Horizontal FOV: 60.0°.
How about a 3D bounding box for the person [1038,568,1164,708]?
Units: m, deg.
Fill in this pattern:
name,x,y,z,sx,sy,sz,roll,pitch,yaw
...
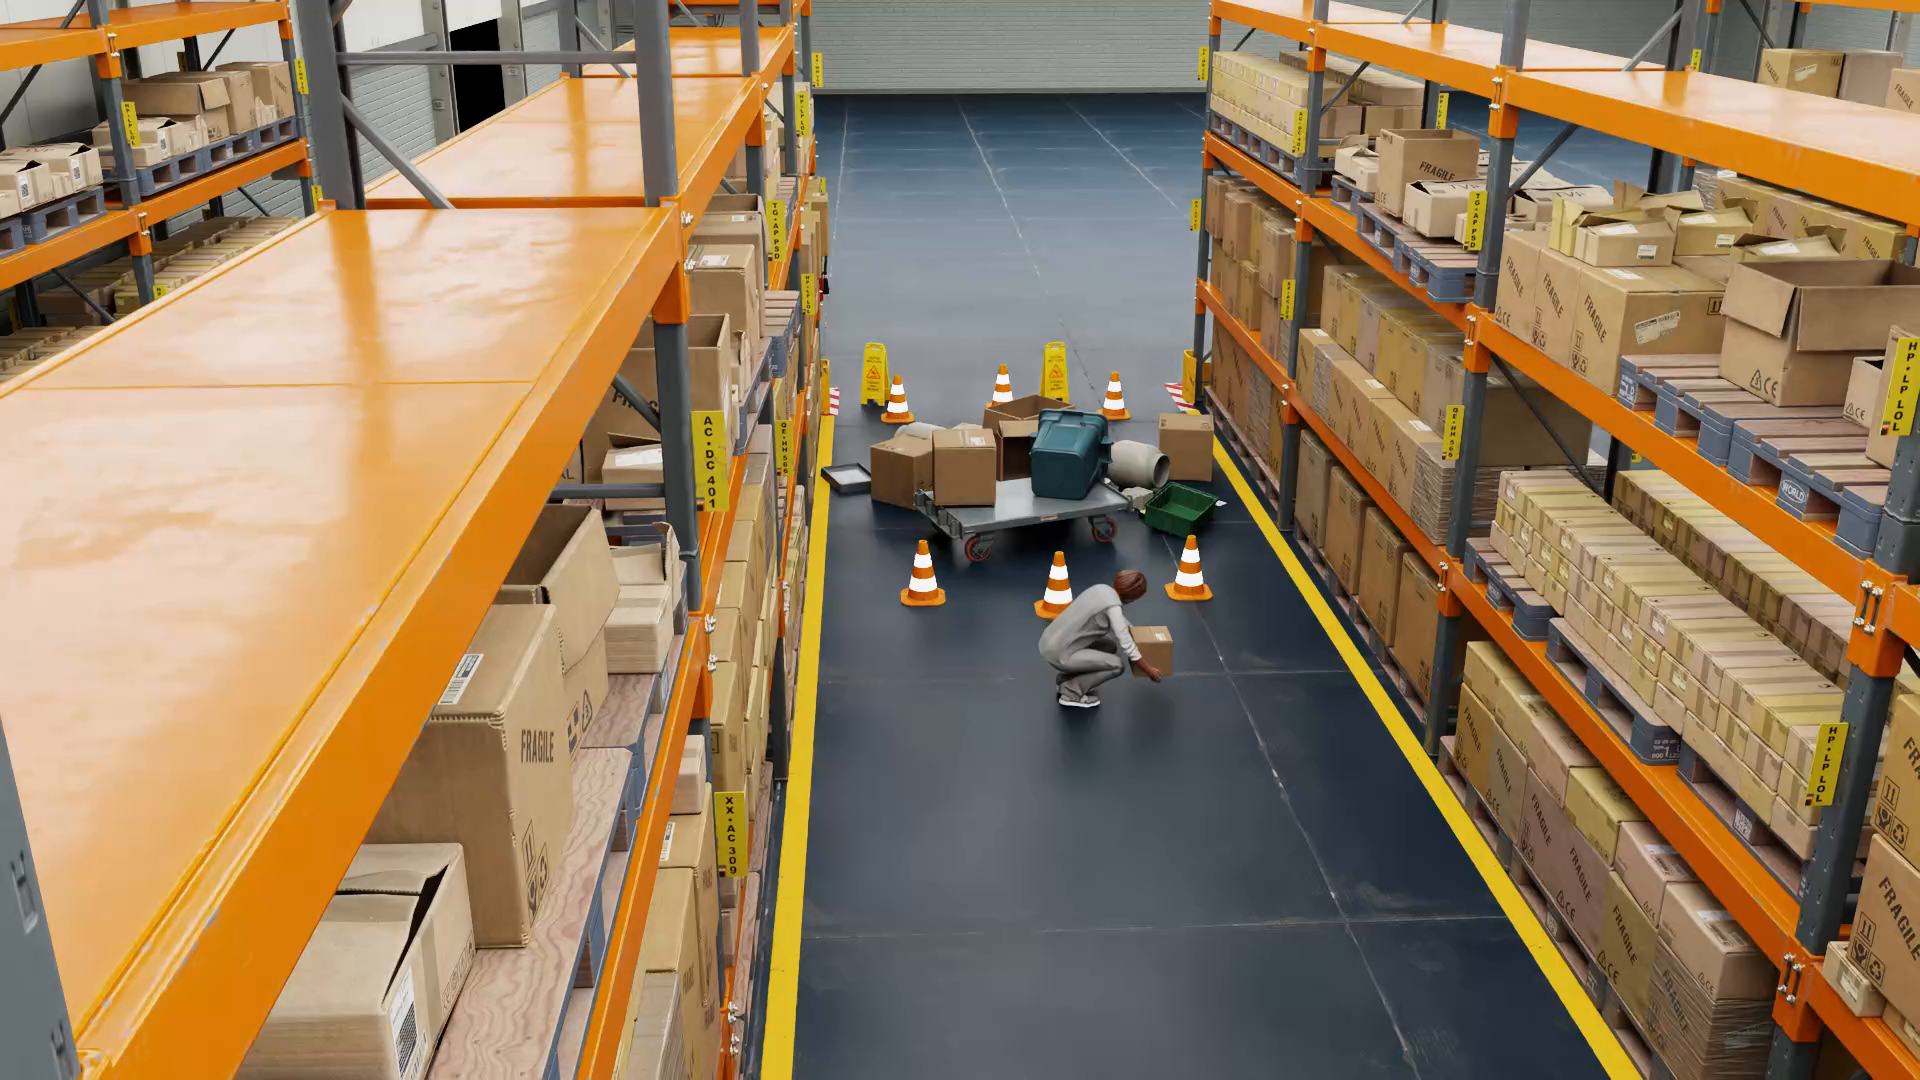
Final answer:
name,x,y,z,sx,sy,sz,roll,pitch,yaw
person,0.922,0.636,10.931,0.826,0.886,0.432,-1,21,-4
